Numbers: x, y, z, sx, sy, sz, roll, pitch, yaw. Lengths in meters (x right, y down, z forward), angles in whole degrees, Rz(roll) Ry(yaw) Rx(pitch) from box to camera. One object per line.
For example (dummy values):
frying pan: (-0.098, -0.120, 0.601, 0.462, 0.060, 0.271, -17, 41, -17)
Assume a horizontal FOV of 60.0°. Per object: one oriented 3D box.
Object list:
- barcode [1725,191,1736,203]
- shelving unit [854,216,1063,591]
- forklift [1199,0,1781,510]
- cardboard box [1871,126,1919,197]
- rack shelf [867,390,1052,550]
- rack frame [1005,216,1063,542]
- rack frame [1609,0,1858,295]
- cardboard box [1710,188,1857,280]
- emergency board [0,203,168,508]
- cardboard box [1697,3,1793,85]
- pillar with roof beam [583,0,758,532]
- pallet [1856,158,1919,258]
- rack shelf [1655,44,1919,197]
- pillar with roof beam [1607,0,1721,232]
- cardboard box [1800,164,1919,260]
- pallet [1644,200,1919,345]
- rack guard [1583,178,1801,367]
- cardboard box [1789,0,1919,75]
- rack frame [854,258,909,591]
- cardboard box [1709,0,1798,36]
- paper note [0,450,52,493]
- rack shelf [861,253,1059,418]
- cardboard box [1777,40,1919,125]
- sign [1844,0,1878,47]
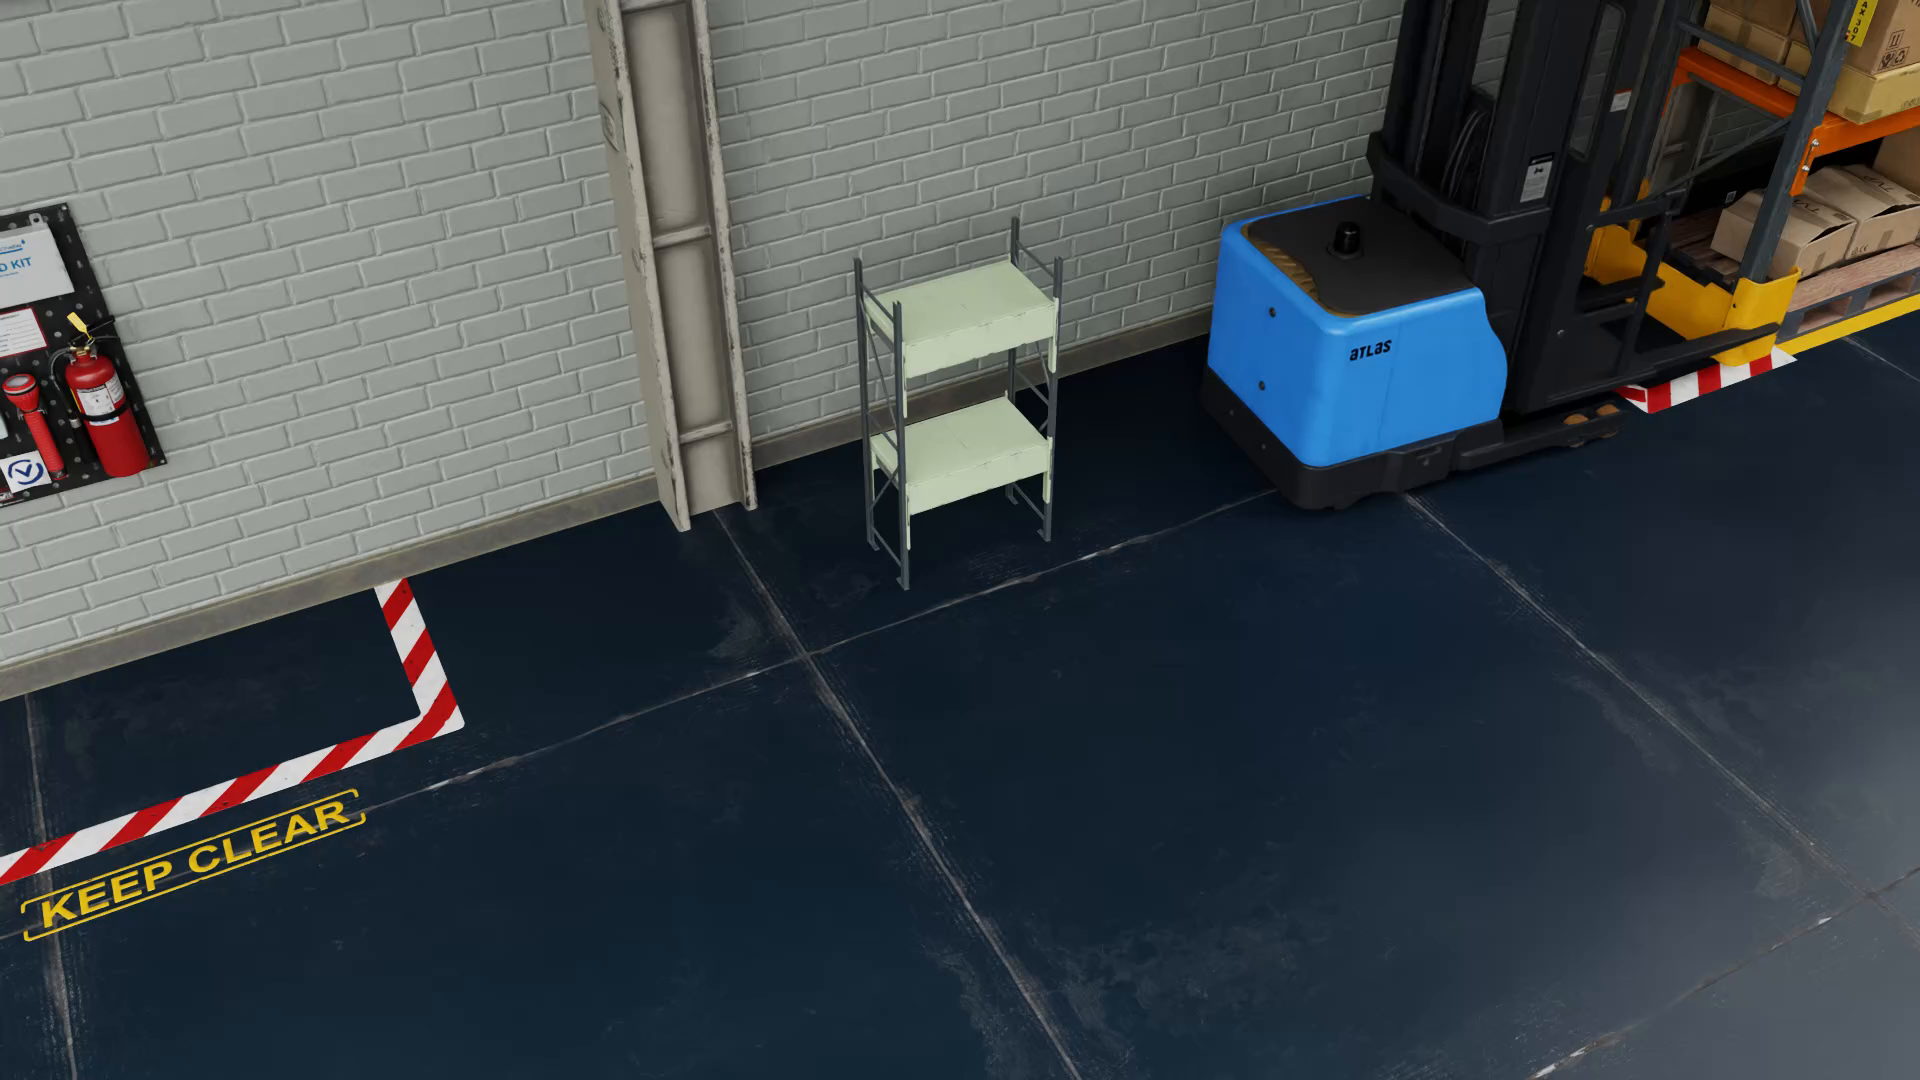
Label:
barcode: (4.381, -1.949, 9.453, 0.075, 0.075, 0.001, -19, 44, -21)
shelving unit: (-0.006, -0.570, 7.252, 0.755, 1.500, 0.431, -19, 44, -21)
forklift: (2.784, -1.879, 7.691, 3.031, 2.935, 1.130, -15, 43, -17)
cardboard box: (5.729, -2.144, 9.544, 0.500, 0.500, 0.700, -21, 45, -23)
rack shelf: (-0.006, -0.322, 7.463, 0.720, 0.370, 0.431, -19, 44, -21)
rack frame: (0.319, -0.680, 7.381, 0.023, 1.500, 0.400, -19, 44, -21)
rack frame: (3.894, -2.414, 8.270, 0.127, 3.000, 1.000, -19, 44, -21)
cardboard box: (4.549, -1.711, 9.179, 0.500, 0.311, 0.500, -24, 46, -25)
emergency board: (-3.415, -0.613, 6.141, 0.643, 1.169, 0.194, -19, 44, -21)
cardboard box: (4.219, -2.615, 8.608, 0.500, 0.250, 0.500, -18, 43, -20)
pillar with roof beam: (0.783, -1.151, 2.134, 0.400, 9.000, 9.100, -19, 44, -21)
pallet: (5.779, -1.957, 9.887, 1.213, 0.211, 1.003, -19, 44, -21)
rack shelf: (5.668, -2.737, 9.207, 4.000, 0.370, 1.077, -19, 44, -21)
pillar with roof beam: (6.104, -2.942, 4.249, 0.400, 9.000, 9.100, -19, 44, -21)
cardboard box: (5.055, -1.881, 9.380, 0.500, 0.311, 0.500, -15, 43, -17)
pallet: (4.699, -1.595, 9.460, 1.213, 0.211, 1.003, -19, 44, -21)
rack guard: (3.962, -1.483, 9.104, 0.348, 0.500, 1.175, -19, 44, -21)
cardboard box: (4.457, -2.621, 8.034, 0.500, 0.500, 0.500, -19, 44, -21)
rack frame: (-0.331, -0.461, 7.123, 0.023, 1.500, 0.400, -19, 44, -21)
cardboard box: (4.214, -2.914, 8.379, 0.500, 0.500, 0.500, -19, 44, -21)
paper note: (-3.604, -0.263, 6.410, 0.142, 0.148, 0.016, -19, 44, -21)
rack shelf: (-0.006, -0.868, 7.000, 0.720, 0.370, 0.431, -19, 44, -21)
cardboard box: (4.474, -2.329, 8.269, 0.500, 0.250, 0.500, -20, 44, -22)
sign: (4.145, -2.434, 7.623, 0.005, 0.325, 0.100, -19, 44, -21)
